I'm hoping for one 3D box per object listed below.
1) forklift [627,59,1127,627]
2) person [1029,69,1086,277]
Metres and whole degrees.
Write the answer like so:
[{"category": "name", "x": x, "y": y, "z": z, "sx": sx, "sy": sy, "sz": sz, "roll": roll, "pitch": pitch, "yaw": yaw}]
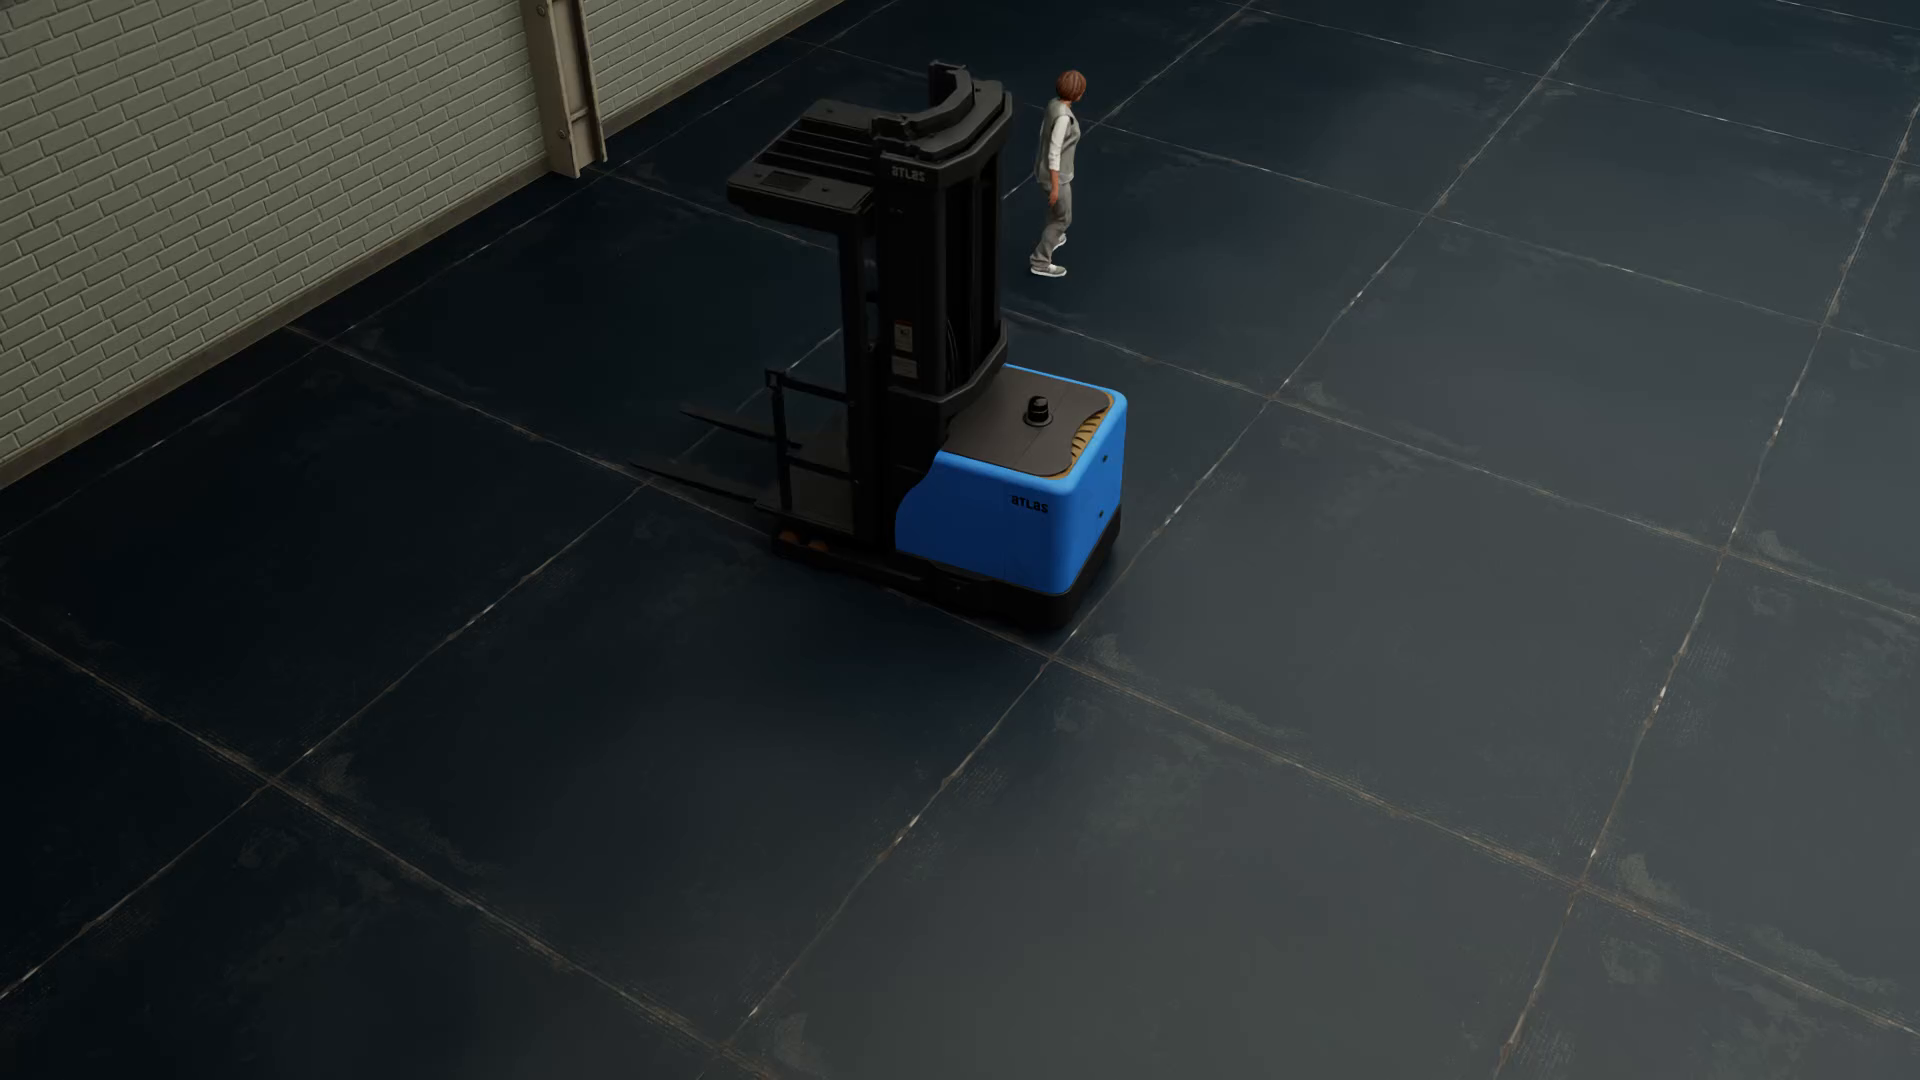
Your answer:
[{"category": "forklift", "x": -0.586, "y": -1.250, "z": 9.442, "sx": 3.031, "sy": 2.935, "sz": 1.130, "roll": 16, "pitch": 43, "yaw": 18}, {"category": "person", "x": 0.704, "y": -2.700, "z": 12.223, "sx": 0.385, "sy": 1.564, "sz": 0.726, "roll": -4, "pitch": 40, "yaw": -5}]
